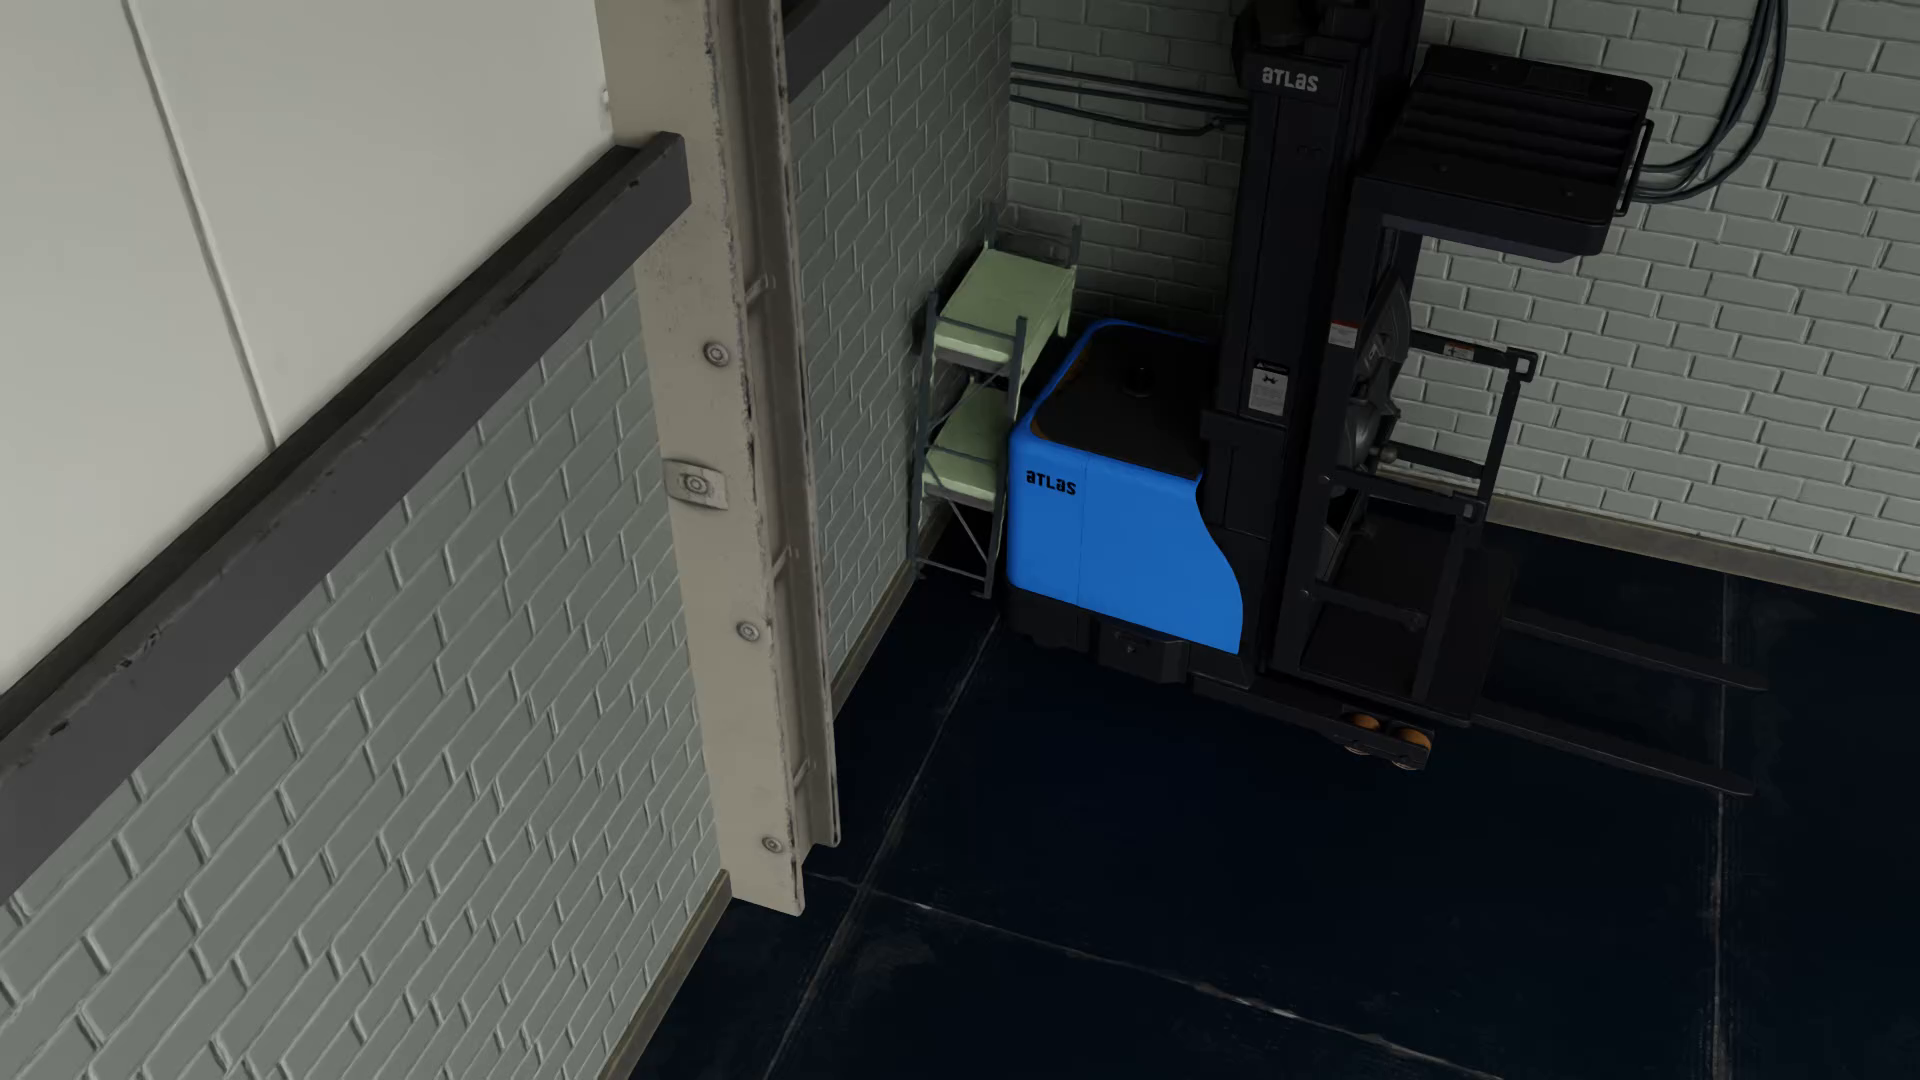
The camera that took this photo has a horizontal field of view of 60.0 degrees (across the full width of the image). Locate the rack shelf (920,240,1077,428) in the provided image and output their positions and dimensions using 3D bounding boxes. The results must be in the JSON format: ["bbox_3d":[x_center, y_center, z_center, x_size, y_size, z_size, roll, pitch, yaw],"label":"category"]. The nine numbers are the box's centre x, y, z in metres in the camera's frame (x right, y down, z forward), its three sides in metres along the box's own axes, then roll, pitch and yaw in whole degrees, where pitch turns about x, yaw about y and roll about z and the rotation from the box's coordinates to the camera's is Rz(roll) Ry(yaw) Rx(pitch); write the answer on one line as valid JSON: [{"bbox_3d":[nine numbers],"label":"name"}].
[{"bbox_3d":[0.163,-0.861,6.894,0.431,0.370,0.720,17,43,12],"label":"rack shelf"}]

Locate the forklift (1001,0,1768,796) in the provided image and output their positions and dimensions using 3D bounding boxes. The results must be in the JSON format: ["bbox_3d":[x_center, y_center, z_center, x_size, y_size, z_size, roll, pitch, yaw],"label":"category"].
[{"bbox_3d":[1.740,-0.595,6.142,3.031,2.935,1.130,17,43,19],"label":"forklift"}]

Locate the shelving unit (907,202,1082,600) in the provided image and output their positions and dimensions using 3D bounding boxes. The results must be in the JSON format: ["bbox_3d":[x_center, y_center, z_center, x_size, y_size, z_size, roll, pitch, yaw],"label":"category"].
[{"bbox_3d":[0.132,-0.574,7.157,0.431,1.500,0.755,17,43,12],"label":"shelving unit"}]

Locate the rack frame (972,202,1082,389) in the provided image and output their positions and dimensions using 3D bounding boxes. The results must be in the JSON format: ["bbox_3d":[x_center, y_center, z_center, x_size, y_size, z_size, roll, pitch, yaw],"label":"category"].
[{"bbox_3d":[0.257,-0.799,7.417,0.400,1.500,0.023,17,43,12],"label":"rack frame"}]

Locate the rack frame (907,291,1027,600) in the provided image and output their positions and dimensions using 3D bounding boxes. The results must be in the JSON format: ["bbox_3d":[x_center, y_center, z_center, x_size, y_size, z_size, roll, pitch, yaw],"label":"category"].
[{"bbox_3d":[0.008,-0.349,6.897,0.400,1.500,0.023,17,43,12],"label":"rack frame"}]

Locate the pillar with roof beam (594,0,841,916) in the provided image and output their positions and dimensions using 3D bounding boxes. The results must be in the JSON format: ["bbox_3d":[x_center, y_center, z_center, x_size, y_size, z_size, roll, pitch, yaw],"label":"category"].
[{"bbox_3d":[3.381,-1.243,2.228,9.100,9.000,0.400,13,42,15],"label":"pillar with roof beam"}]

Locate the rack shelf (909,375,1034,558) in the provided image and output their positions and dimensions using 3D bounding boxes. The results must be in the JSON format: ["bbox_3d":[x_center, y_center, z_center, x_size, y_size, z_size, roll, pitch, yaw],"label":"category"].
[{"bbox_3d":[0.107,-0.334,7.376,0.431,0.370,0.720,17,43,12],"label":"rack shelf"}]

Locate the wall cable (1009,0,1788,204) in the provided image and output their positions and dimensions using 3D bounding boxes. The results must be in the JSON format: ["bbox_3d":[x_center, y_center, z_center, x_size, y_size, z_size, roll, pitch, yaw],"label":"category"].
[{"bbox_3d":[1.586,-2.521,6.118,3.097,2.526,0.112,13,42,15],"label":"wall cable"}]
